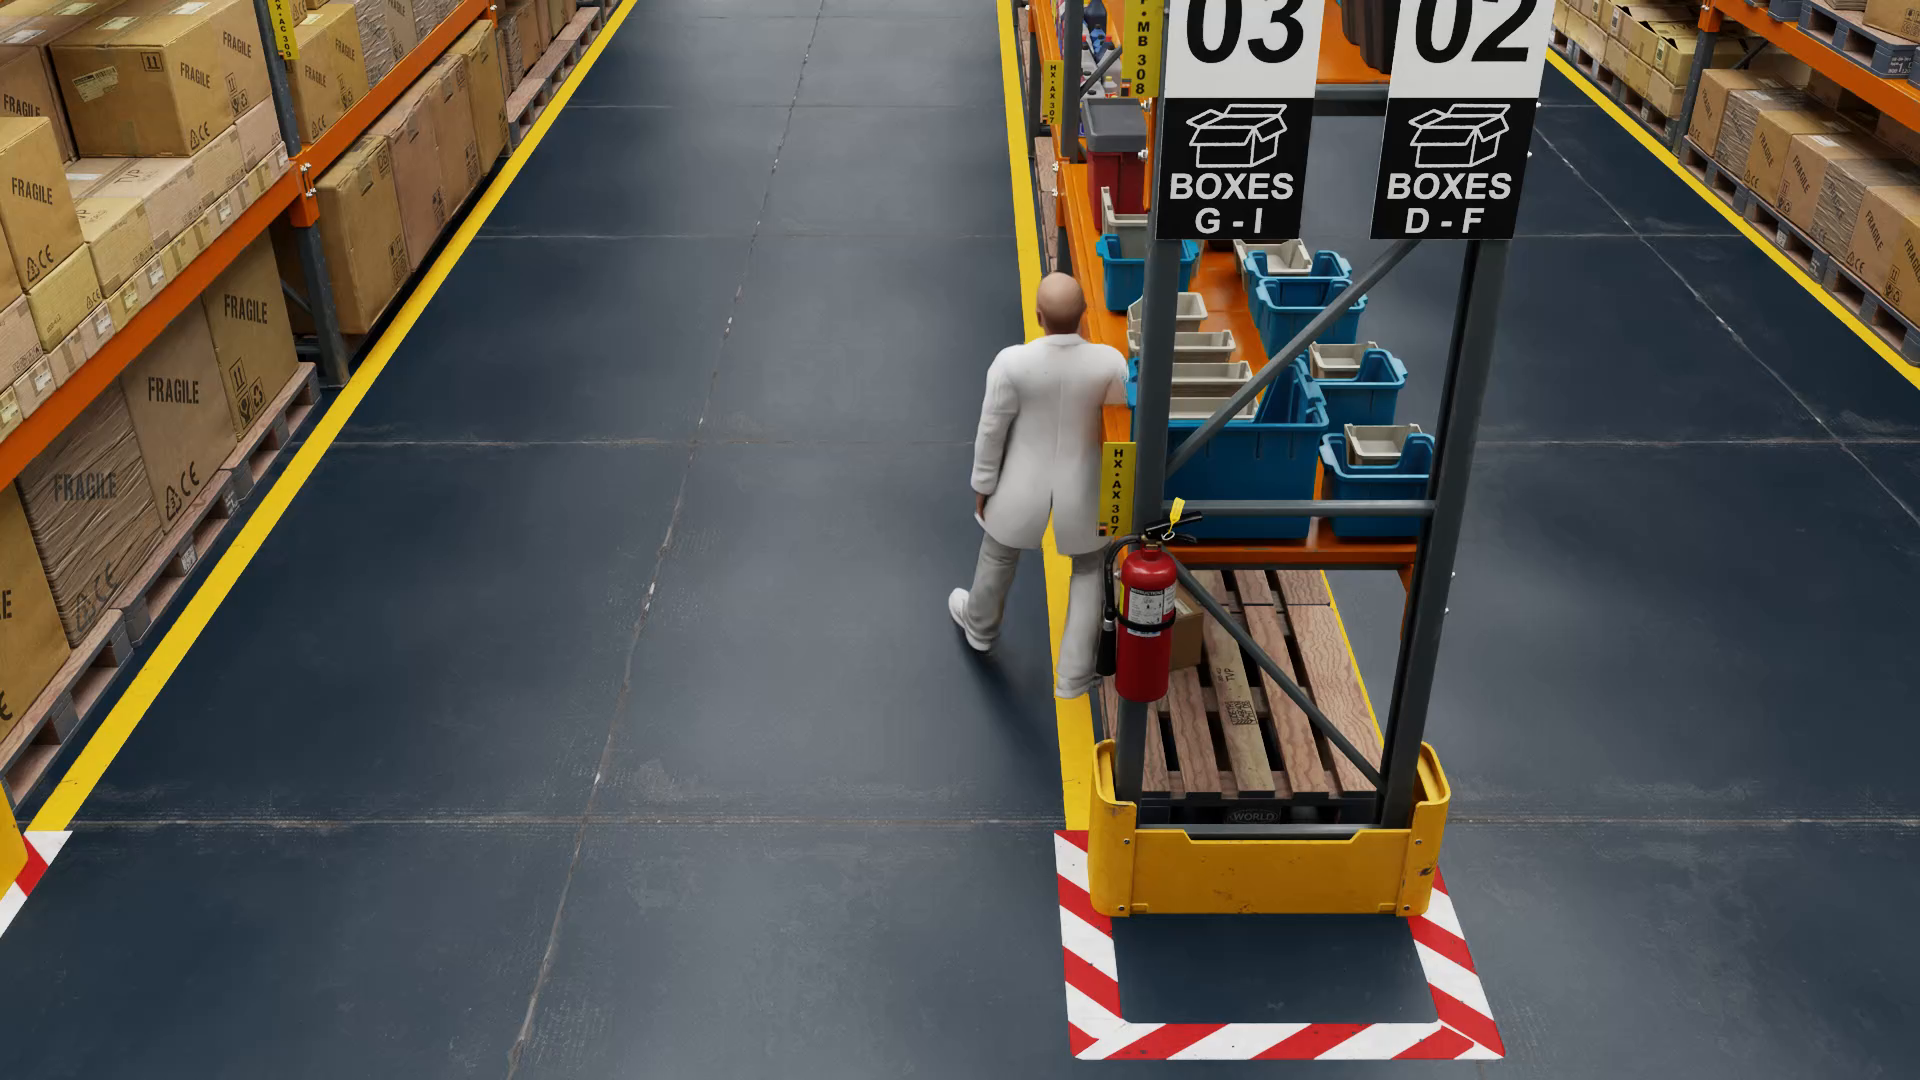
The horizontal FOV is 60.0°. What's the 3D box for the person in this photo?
[{"bbox_3d":[0.308,-0.244,6.503,0.736,1.742,0.789,1,31,1],"label":"person"}]
